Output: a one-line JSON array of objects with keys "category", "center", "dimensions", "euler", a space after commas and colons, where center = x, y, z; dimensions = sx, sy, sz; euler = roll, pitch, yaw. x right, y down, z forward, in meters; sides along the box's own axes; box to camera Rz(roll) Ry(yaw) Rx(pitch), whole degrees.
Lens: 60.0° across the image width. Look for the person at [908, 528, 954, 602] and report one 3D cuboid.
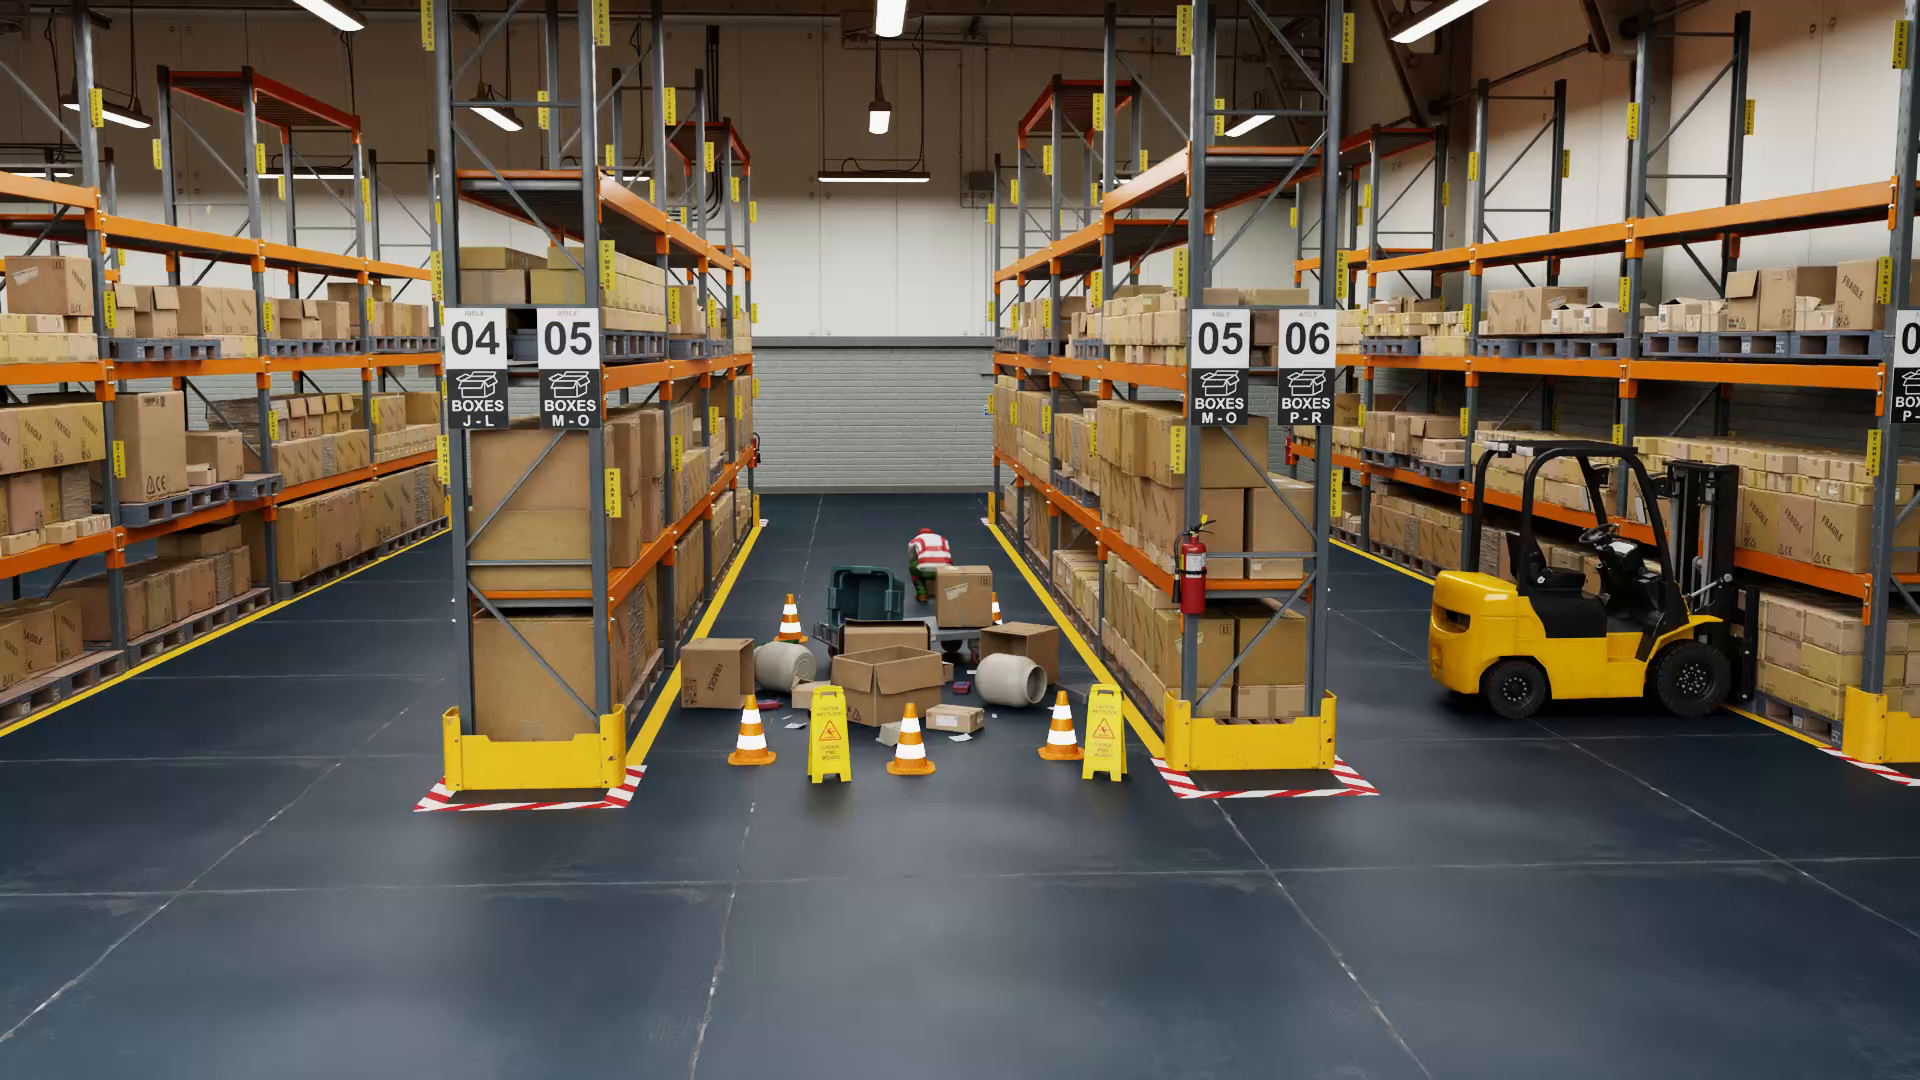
[{"category": "person", "center": [-0.336, 0.338, 19.474], "dimensions": [0.541, 0.878, 0.923], "euler": [-1, 7, -4]}]
